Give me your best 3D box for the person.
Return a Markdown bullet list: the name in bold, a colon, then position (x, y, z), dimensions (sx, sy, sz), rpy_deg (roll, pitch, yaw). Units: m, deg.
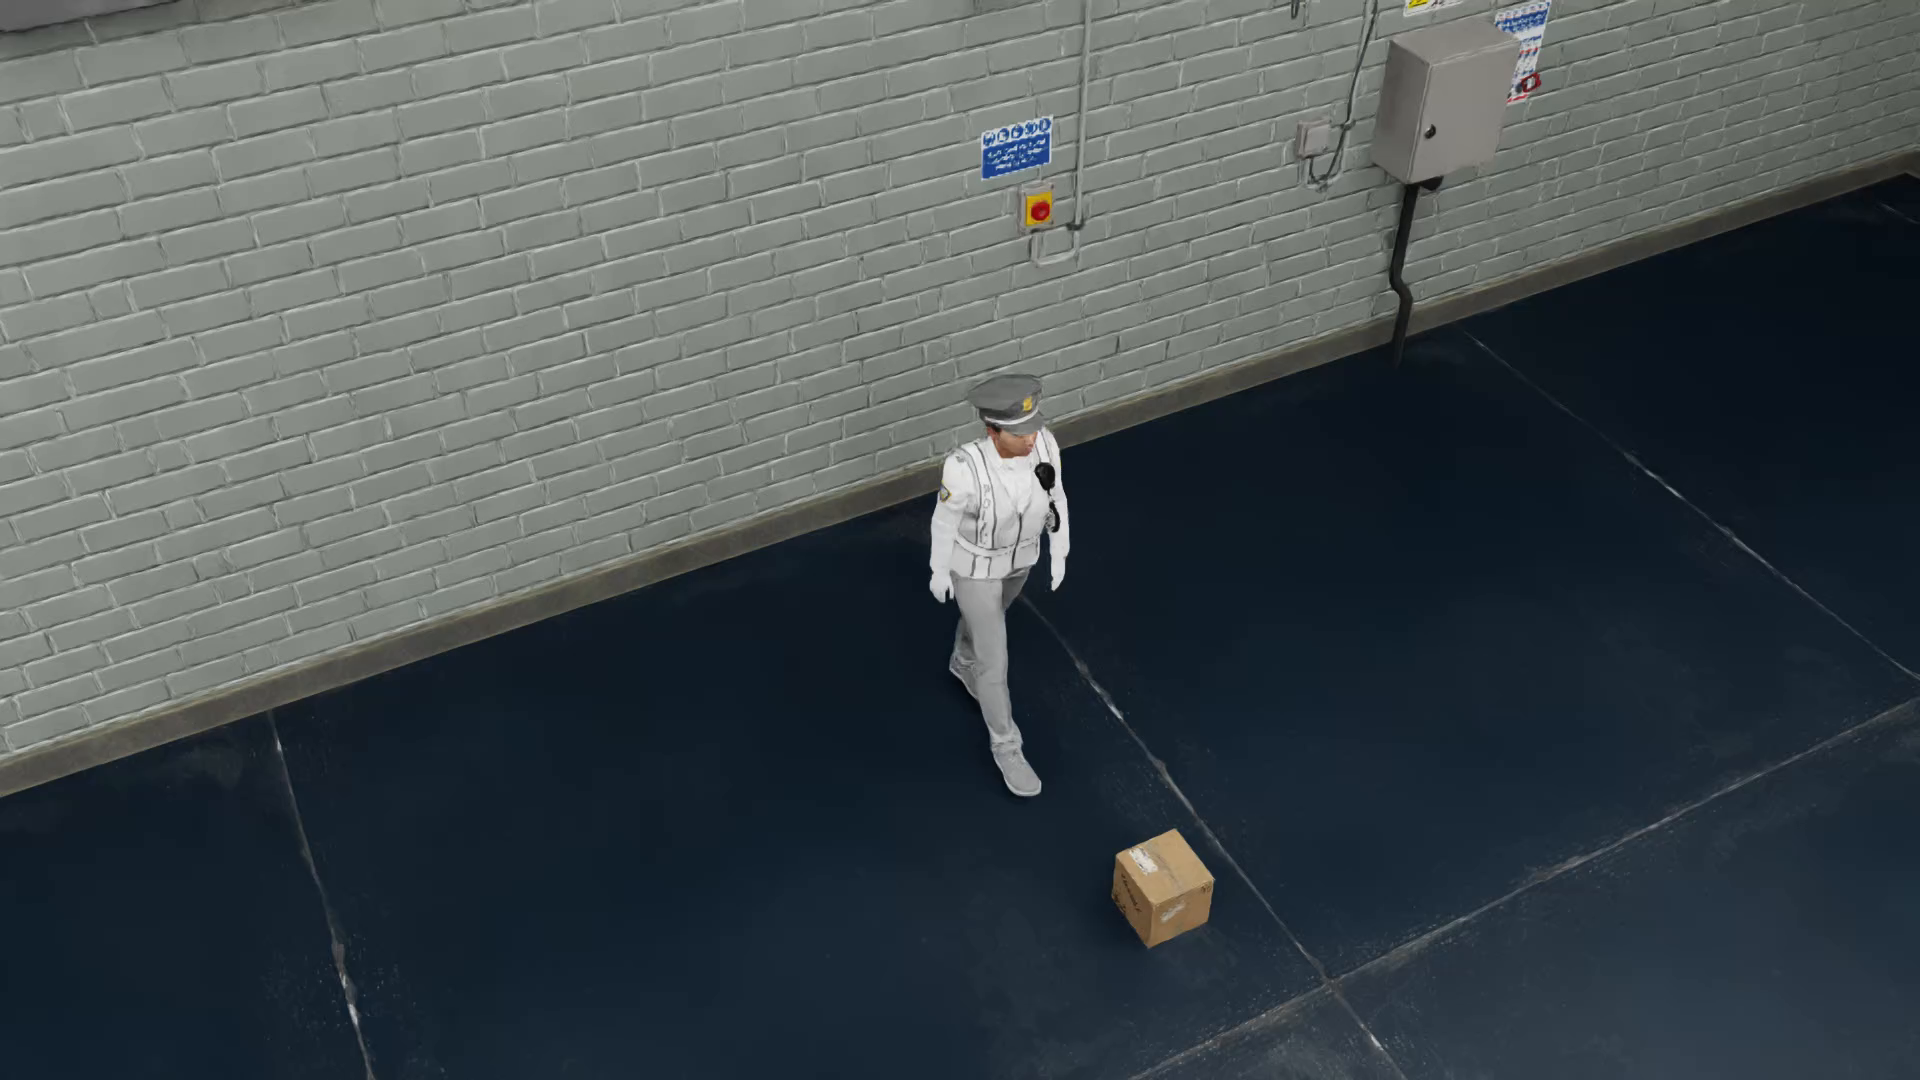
- **person**: position (0.191, 0.103, 6.019), dimensions (0.502, 1.635, 0.786), rpy_deg (-24, 47, -25)
